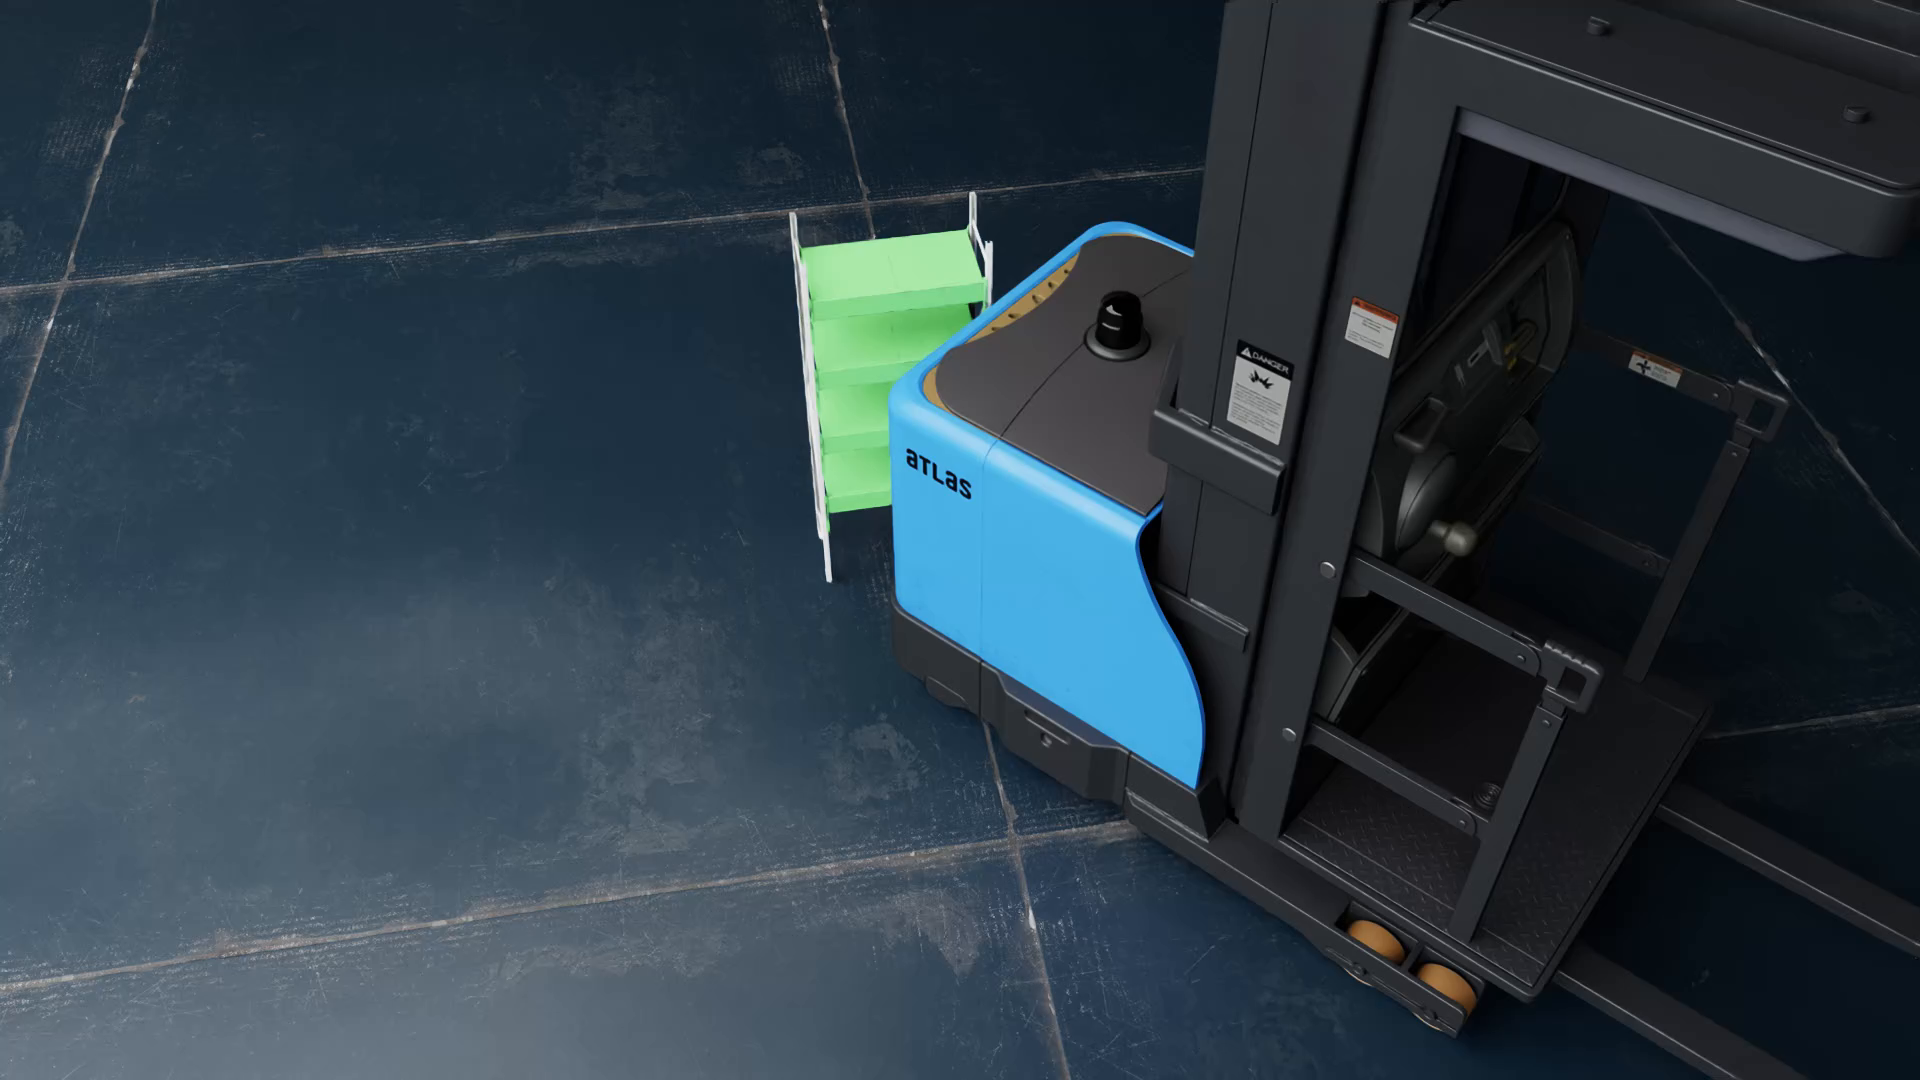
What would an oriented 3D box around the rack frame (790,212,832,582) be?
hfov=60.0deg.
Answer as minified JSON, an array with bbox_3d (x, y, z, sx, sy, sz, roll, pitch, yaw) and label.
[{"bbox_3d":[-0.424,-0.372,4.775,0.015,1.200,0.240,-8,47,-8],"label":"rack frame"}]

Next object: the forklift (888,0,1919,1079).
[{"bbox_3d":[1.269,-0.251,3.456,3.031,2.935,1.130,30,53,26],"label":"forklift"}]

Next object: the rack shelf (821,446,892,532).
[{"bbox_3d":[-0.184,-0.194,5.026,0.480,0.148,0.258,-8,47,-8],"label":"rack shelf"}]

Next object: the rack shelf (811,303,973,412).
[{"bbox_3d":[-0.184,-0.527,4.680,0.480,0.148,0.258,-8,47,-8],"label":"rack shelf"}]

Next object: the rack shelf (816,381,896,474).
[{"bbox_3d":[-0.184,-0.361,4.853,0.480,0.148,0.258,-8,47,-8],"label":"rack shelf"}]

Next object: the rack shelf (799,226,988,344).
[{"bbox_3d":[-0.184,-0.694,4.507,0.480,0.148,0.258,-8,47,-8],"label":"rack shelf"}]

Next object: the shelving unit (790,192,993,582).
[{"bbox_3d":[-0.184,-0.405,4.807,0.503,1.200,0.258,-8,47,-8],"label":"shelving unit"}]

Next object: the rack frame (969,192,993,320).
[{"bbox_3d":[0.055,-0.438,4.839,0.015,1.200,0.240,-8,47,-8],"label":"rack frame"}]
